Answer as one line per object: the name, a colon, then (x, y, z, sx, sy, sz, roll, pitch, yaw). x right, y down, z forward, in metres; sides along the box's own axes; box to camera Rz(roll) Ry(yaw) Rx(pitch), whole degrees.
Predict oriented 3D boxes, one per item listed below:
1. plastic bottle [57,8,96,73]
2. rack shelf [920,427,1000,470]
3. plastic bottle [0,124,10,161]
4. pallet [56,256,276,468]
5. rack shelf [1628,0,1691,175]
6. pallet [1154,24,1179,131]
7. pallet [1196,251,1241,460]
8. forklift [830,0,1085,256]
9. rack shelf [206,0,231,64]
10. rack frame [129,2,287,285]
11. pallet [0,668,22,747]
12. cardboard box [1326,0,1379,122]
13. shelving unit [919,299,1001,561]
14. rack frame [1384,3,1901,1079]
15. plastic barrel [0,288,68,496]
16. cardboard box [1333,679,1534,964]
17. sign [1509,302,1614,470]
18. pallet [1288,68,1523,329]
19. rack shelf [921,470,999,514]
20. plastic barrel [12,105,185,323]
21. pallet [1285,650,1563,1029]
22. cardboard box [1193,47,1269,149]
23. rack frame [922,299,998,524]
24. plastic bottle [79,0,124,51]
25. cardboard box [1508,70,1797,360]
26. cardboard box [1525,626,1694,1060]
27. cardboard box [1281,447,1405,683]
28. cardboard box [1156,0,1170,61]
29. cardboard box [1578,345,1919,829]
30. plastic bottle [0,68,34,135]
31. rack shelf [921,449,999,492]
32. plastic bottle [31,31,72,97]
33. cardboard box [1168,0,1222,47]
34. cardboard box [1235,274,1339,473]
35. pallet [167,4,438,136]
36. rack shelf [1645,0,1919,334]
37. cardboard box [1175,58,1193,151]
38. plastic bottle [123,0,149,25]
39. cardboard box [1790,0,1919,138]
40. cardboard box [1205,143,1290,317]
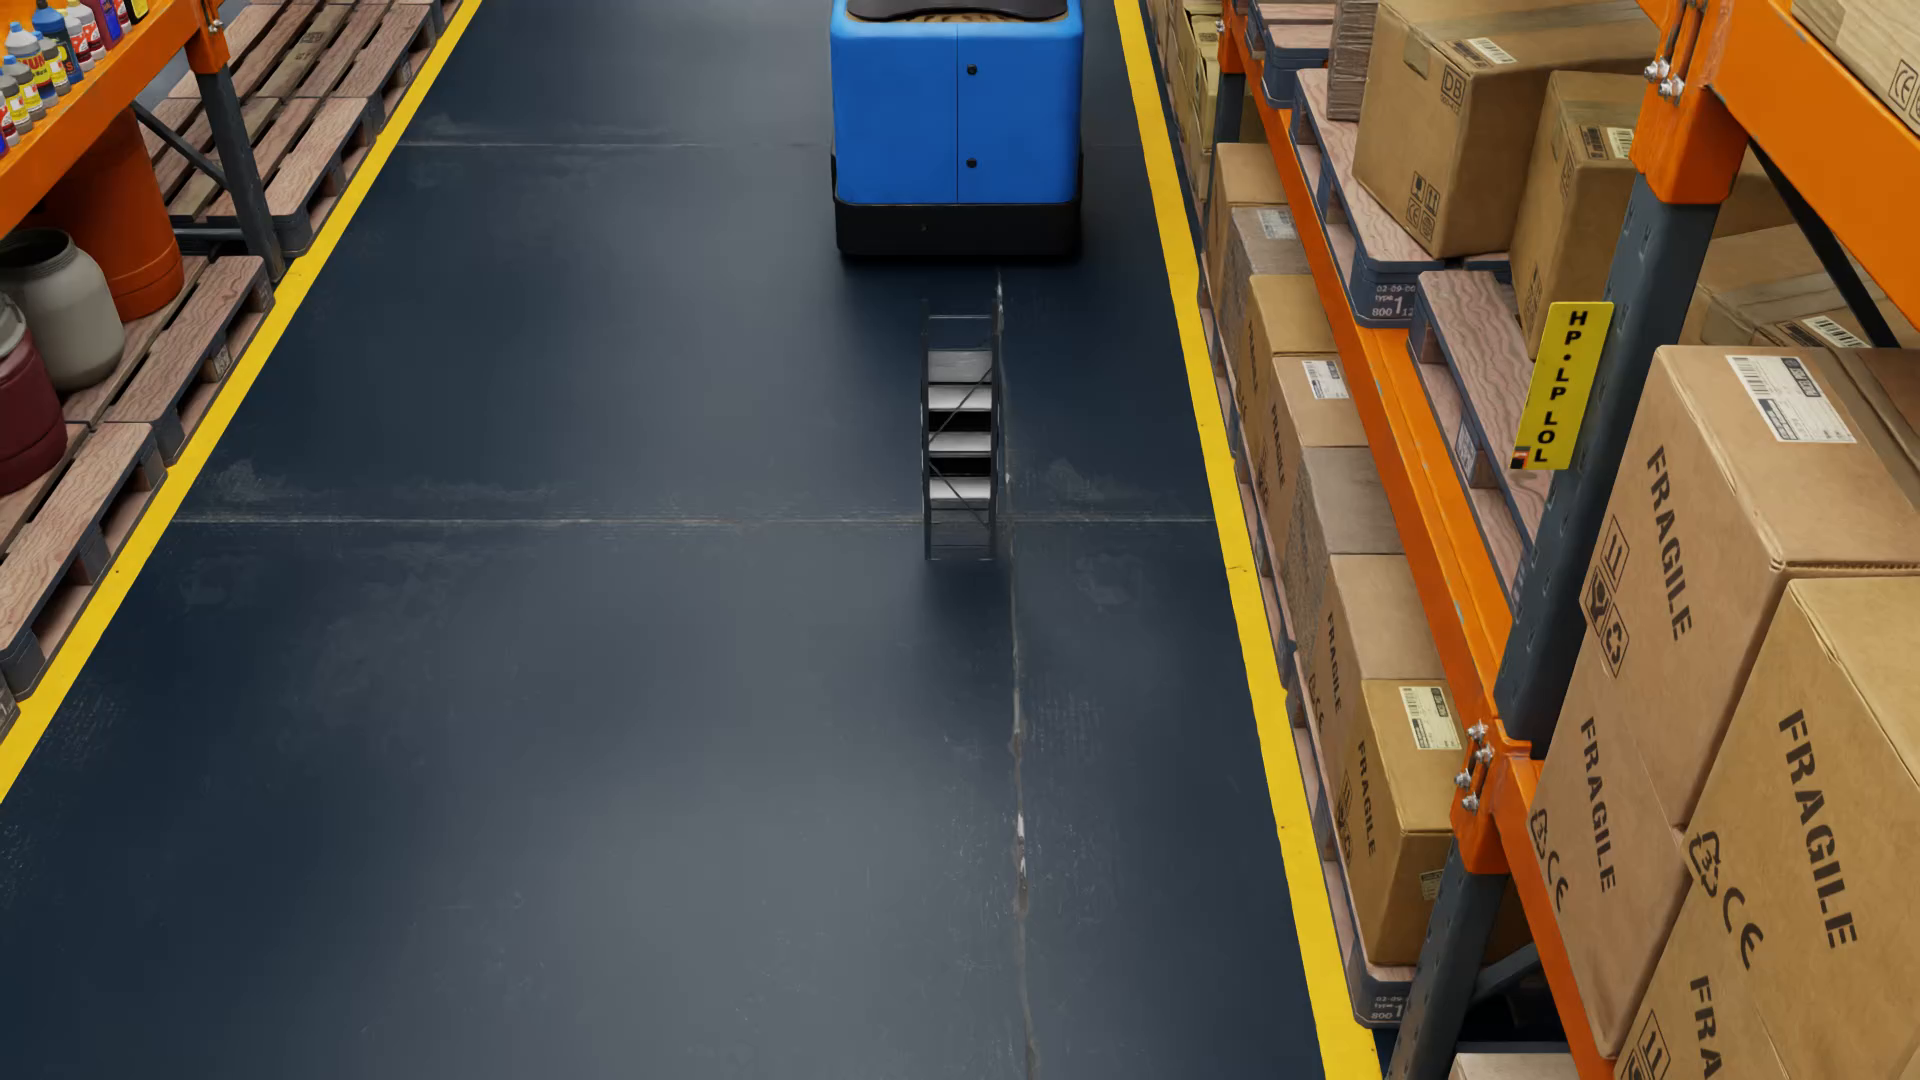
plastic bottle: (-3.007, -1.692, 5.622, 0.097, 0.201, 0.097, 0, 39, 0)
rack shelf: (0.000, -0.320, 5.483, 0.258, 0.077, 0.200, 0, 39, 0)
plastic bottle: (-2.988, -1.287, 5.050, 0.061, 0.283, 0.133, 0, 39, 0)
pallet: (-3.374, -0.718, 6.478, 1.003, 0.211, 1.213, 0, 39, 0)
rack shelf: (1.539, -1.940, 3.949, 1.077, 0.370, 4.000, 0, 39, 0)
pallet: (1.577, -2.489, 8.687, 1.003, 0.211, 1.213, 0, 39, 0)
pallet: (1.500, -0.746, 6.512, 1.003, 0.211, 1.213, 0, 39, 0)
forklift: (-0.018, -3.261, 7.475, 1.130, 2.935, 3.031, 0, 39, 0)
rack shelf: (-3.418, -3.270, 8.007, 1.077, 0.370, 4.000, 0, 39, 0)
rack frame: (-3.416, -2.300, 6.221, 1.000, 3.000, 0.127, 0, 39, 0)
pallet: (-3.371, 0.807, 4.574, 1.003, 0.211, 1.213, 0, 39, 0)
cardboard box: (1.461, -1.538, 4.855, 0.700, 0.500, 0.500, 7, 39, 8)
shelving unit: (0.000, -0.346, 5.462, 0.258, 0.900, 0.210, 0, 39, 0)
rack frame: (1.545, 0.201, 3.101, 0.949, 2.616, 0.053, 0, 39, 0)
plastic barrel: (-3.397, -0.510, 5.581, 0.600, 0.588, 0.708, 0, 39, 0)
cardboard box: (1.255, 0.696, 4.130, 0.500, 0.500, 0.500, 0, 39, 0)
sign: (0.987, -0.249, 2.736, 0.100, 0.325, 0.005, 0, 39, 0)
pallet: (1.544, -1.010, 4.765, 1.003, 0.211, 1.213, 0, 39, 0)
rack shelf: (0.000, -0.180, 5.596, 0.258, 0.077, 0.200, 0, 39, 0)
plastic barrel: (-3.399, -1.311, 6.387, 0.600, 0.830, 0.708, 0, 39, 0)
pallet: (1.503, 0.780, 4.608, 1.003, 0.211, 1.213, 0, 39, 0)
cardboard box: (1.290, -1.938, 7.184, 0.500, 0.311, 0.500, 1, 39, 1)
rack frame: (0.000, -0.410, 5.542, 0.240, 0.900, 0.006, 0, 39, 0)
plastic bottle: (-2.989, -1.857, 5.762, 0.061, 0.283, 0.133, 0, 39, 0)
cardboard box: (1.701, -0.729, 3.845, 0.700, 0.500, 0.500, 6, 39, 7)
cardboard box: (1.270, 0.480, 2.672, 0.500, 0.500, 0.500, 1, 39, 1)
cardboard box: (1.262, 0.073, 4.907, 0.500, 0.500, 0.500, 0, 39, 1)
cardboard box: (1.288, -2.679, 8.557, 0.500, 0.250, 0.500, 1, 39, 1)
cardboard box: (1.261, 0.066, 2.389, 0.500, 0.500, 0.500, 1, 39, 1)
plastic bottle: (-3.006, -1.388, 5.242, 0.097, 0.201, 0.097, 0, 39, 0)
rack shelf: (0.000, -0.250, 5.539, 0.258, 0.077, 0.200, 0, 39, 0)
plastic bottle: (-3.007, -1.570, 5.470, 0.097, 0.201, 0.097, 0, 39, 0)
cardboard box: (1.285, -2.579, 7.984, 0.500, 0.311, 0.500, 0, 39, 0)
cardboard box: (1.254, -0.571, 5.711, 0.500, 0.500, 0.500, -1, 39, -1)
pallet: (-3.377, -2.457, 8.647, 1.003, 0.211, 1.213, 0, 39, 0)
rack shelf: (1.544, 0.561, 0.827, 1.077, 0.370, 4.000, 0, 39, 0)
cardboard box: (1.289, -2.043, 7.764, 0.500, 0.250, 0.500, 0, 39, -1)
plastic bottle: (-2.989, -2.001, 5.942, 0.061, 0.283, 0.133, 0, 39, 0)
cardboard box: (1.295, -0.607, 1.830, 0.500, 0.250, 0.500, 0, 39, 0)
cardboard box: (1.252, -1.212, 6.511, 0.500, 0.500, 0.500, 2, 39, 2)
